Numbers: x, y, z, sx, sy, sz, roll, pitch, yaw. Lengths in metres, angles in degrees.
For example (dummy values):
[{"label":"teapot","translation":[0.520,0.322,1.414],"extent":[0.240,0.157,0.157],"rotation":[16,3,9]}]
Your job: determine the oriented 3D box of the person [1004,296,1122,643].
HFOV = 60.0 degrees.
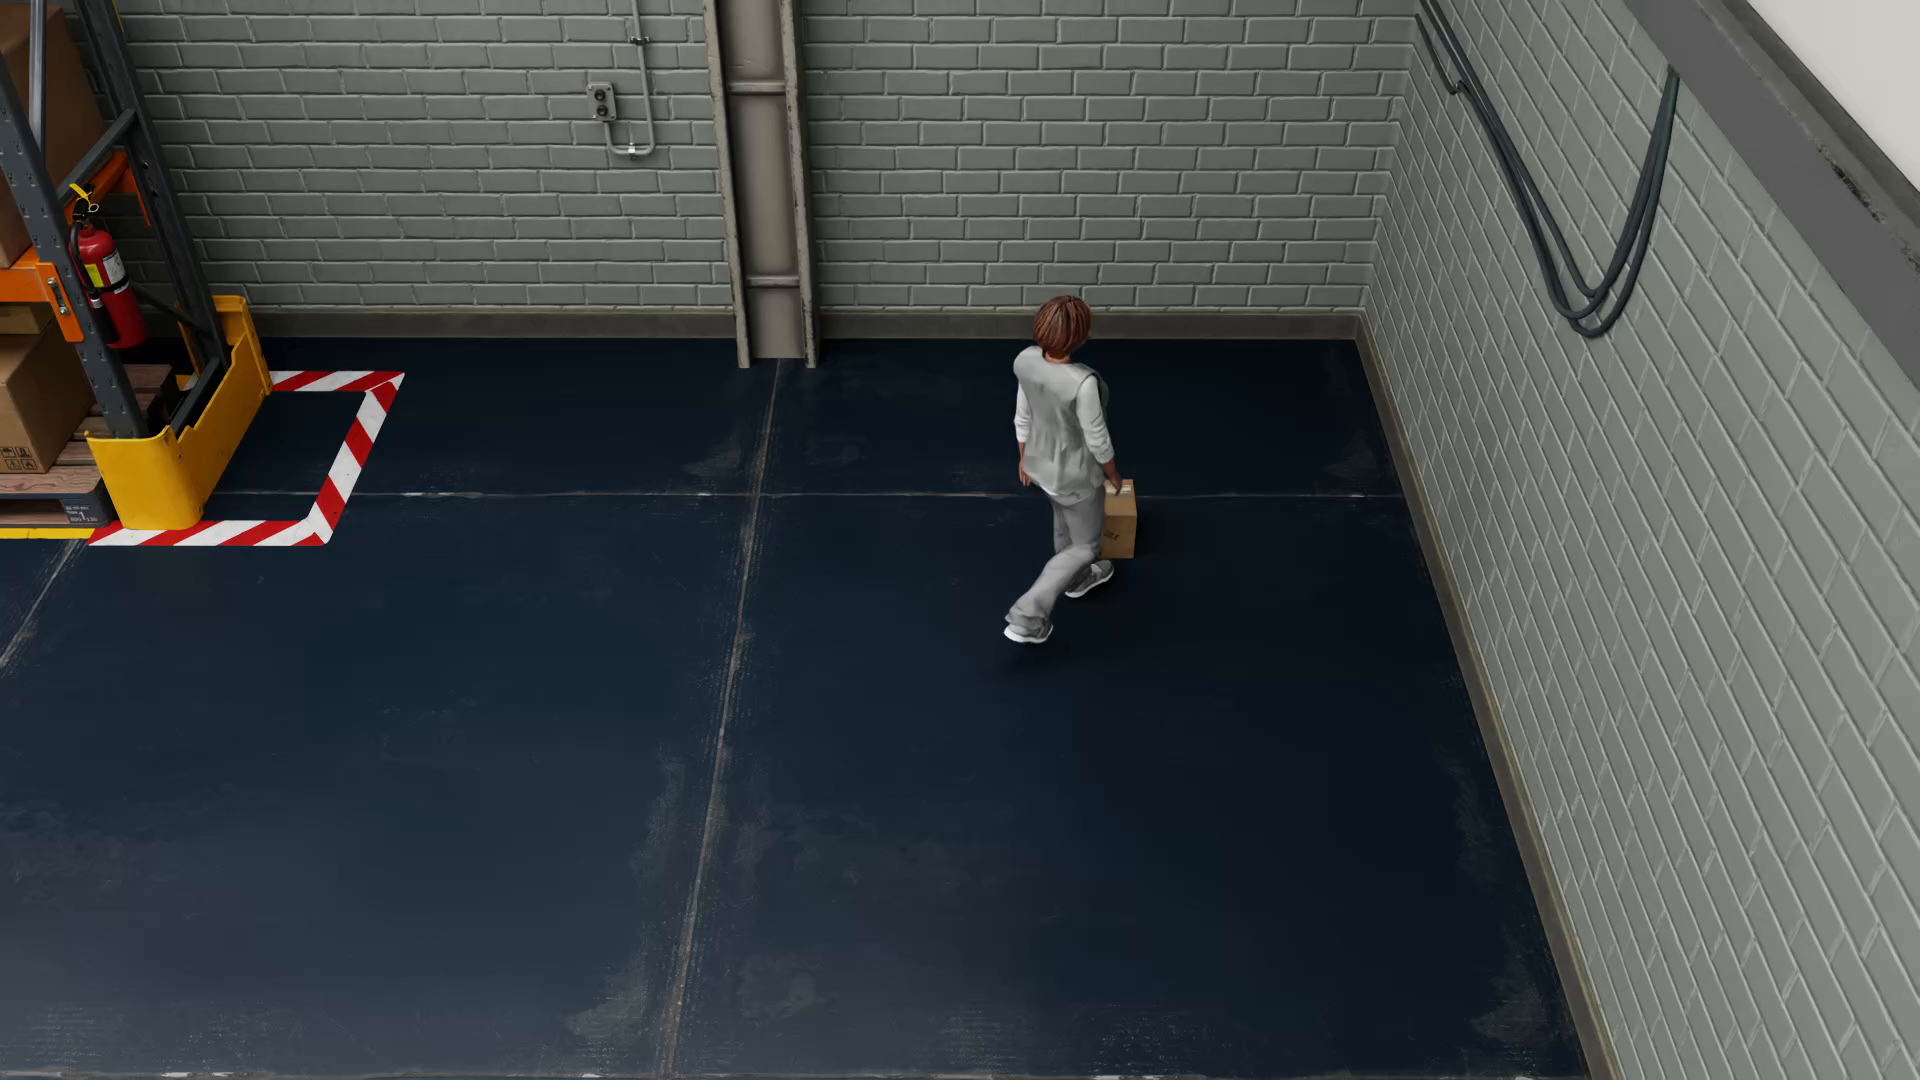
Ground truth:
[{"label":"person","translation":[0.419,-0.275,6.485],"extent":[0.763,1.570,0.427],"rotation":[-29,48,-30]}]
